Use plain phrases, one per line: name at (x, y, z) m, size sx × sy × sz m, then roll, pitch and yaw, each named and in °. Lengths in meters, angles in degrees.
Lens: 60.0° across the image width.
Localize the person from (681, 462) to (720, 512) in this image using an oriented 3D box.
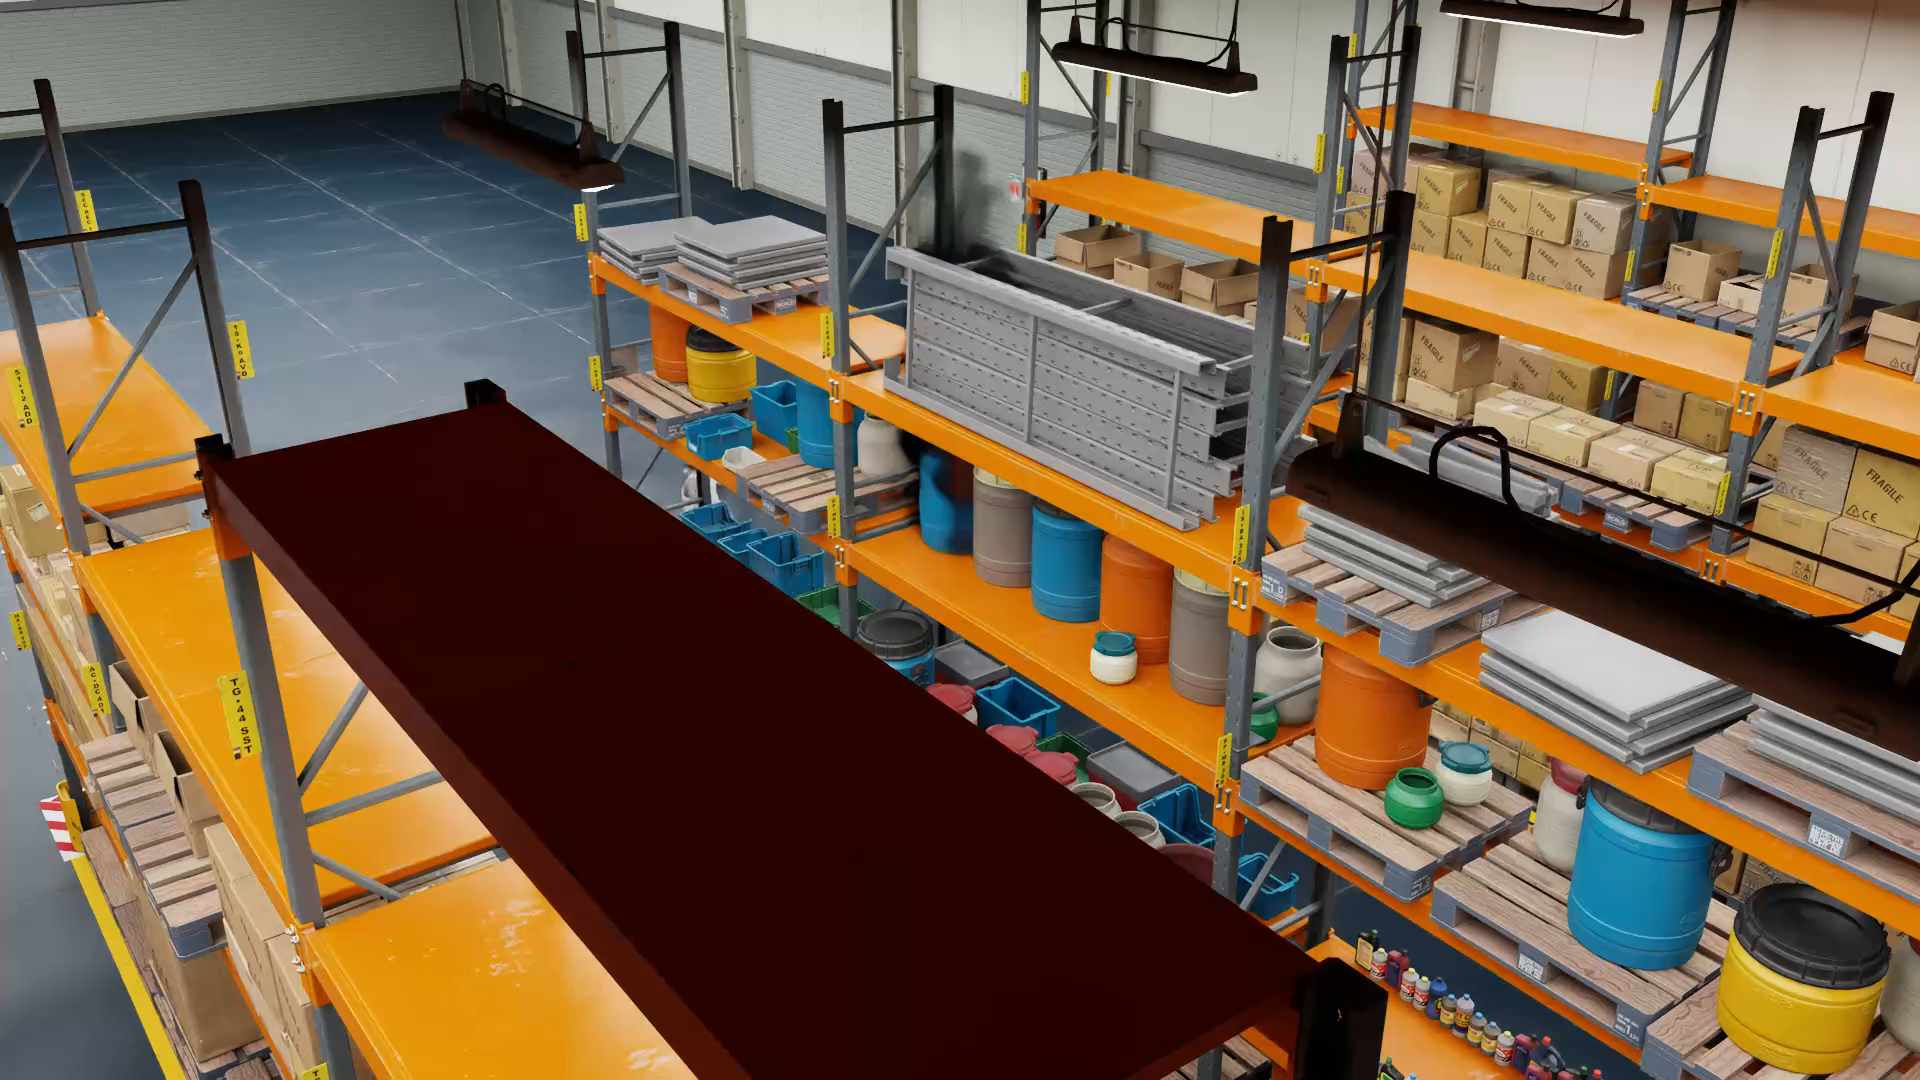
person at (-2.759, -0.251, 17.493) m, size 0.531 × 1.719 × 0.715 m, roll 9°, pitch 26°, yaw 18°
